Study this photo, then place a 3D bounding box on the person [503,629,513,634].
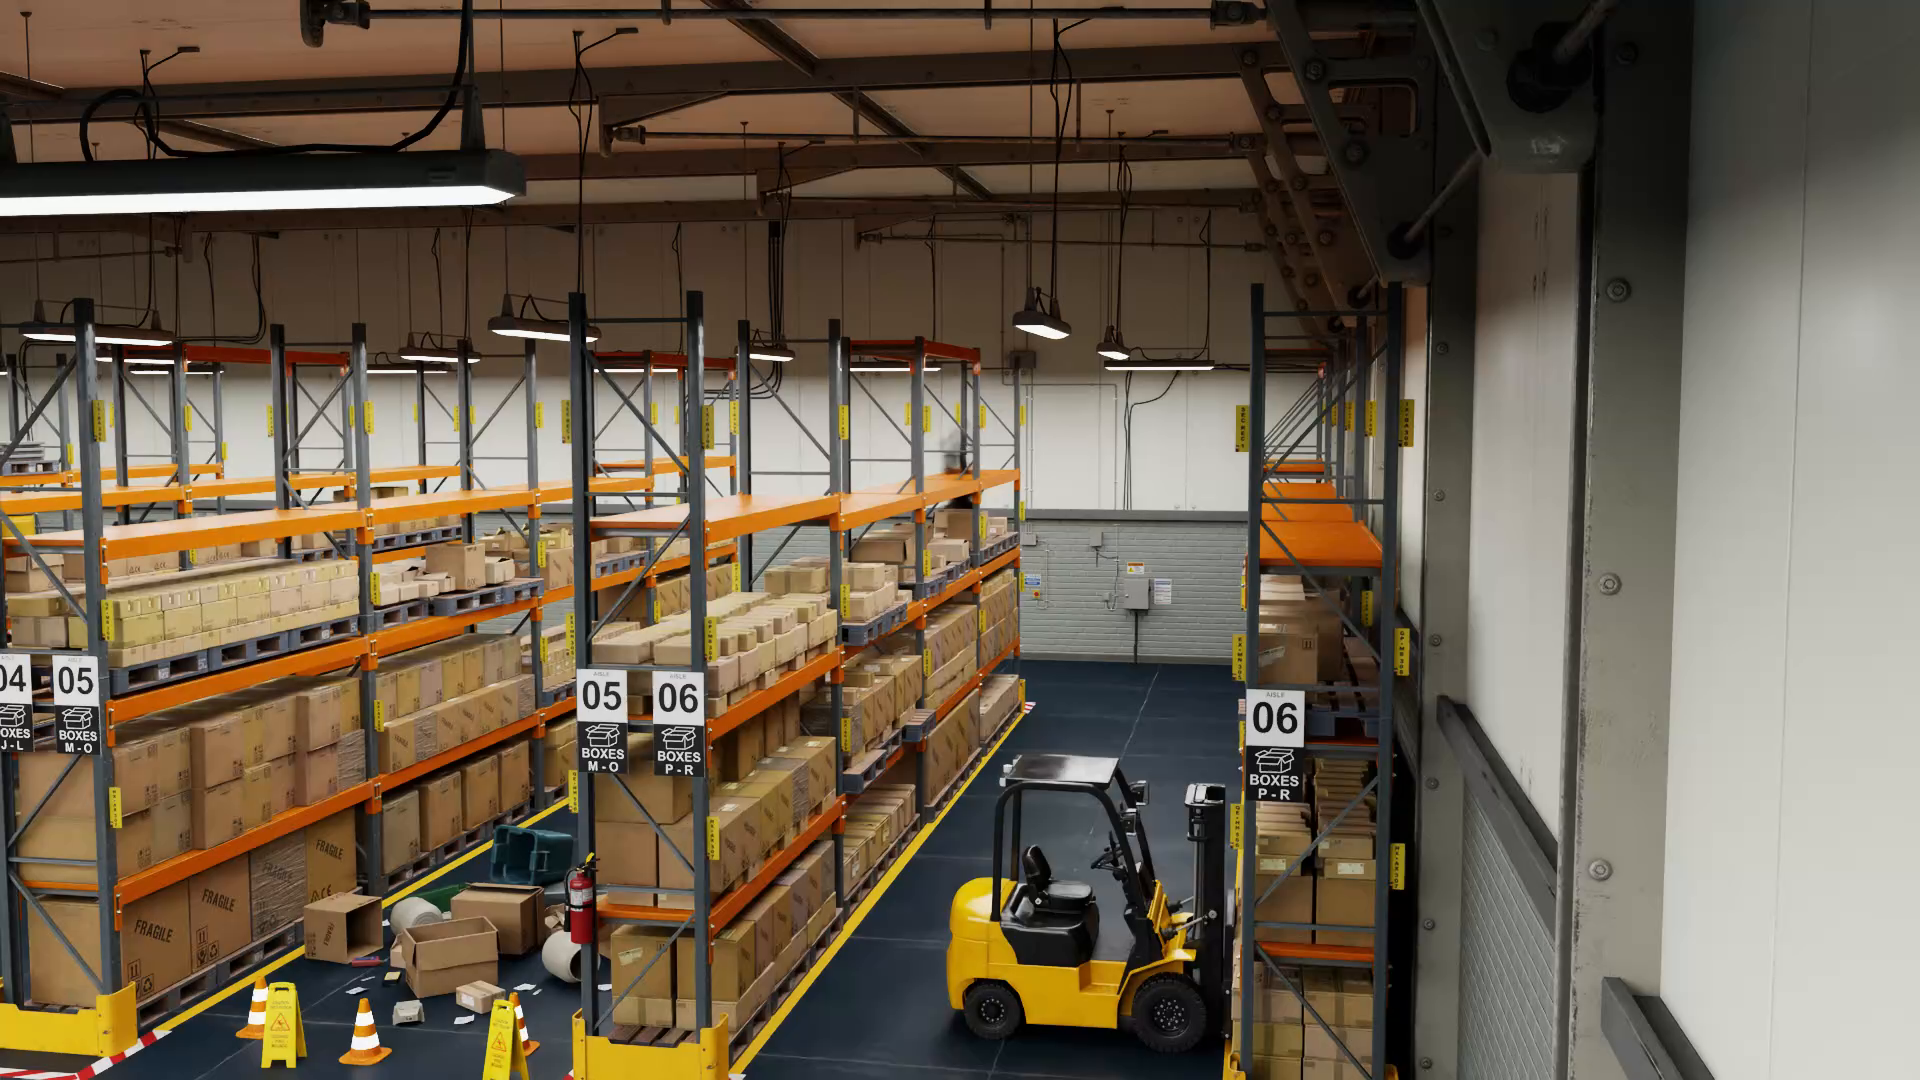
[{"bbox_3d":[-6.781,2.245,25.246,0.688,1.801,0.987,1,5,16],"label":"person"}]
